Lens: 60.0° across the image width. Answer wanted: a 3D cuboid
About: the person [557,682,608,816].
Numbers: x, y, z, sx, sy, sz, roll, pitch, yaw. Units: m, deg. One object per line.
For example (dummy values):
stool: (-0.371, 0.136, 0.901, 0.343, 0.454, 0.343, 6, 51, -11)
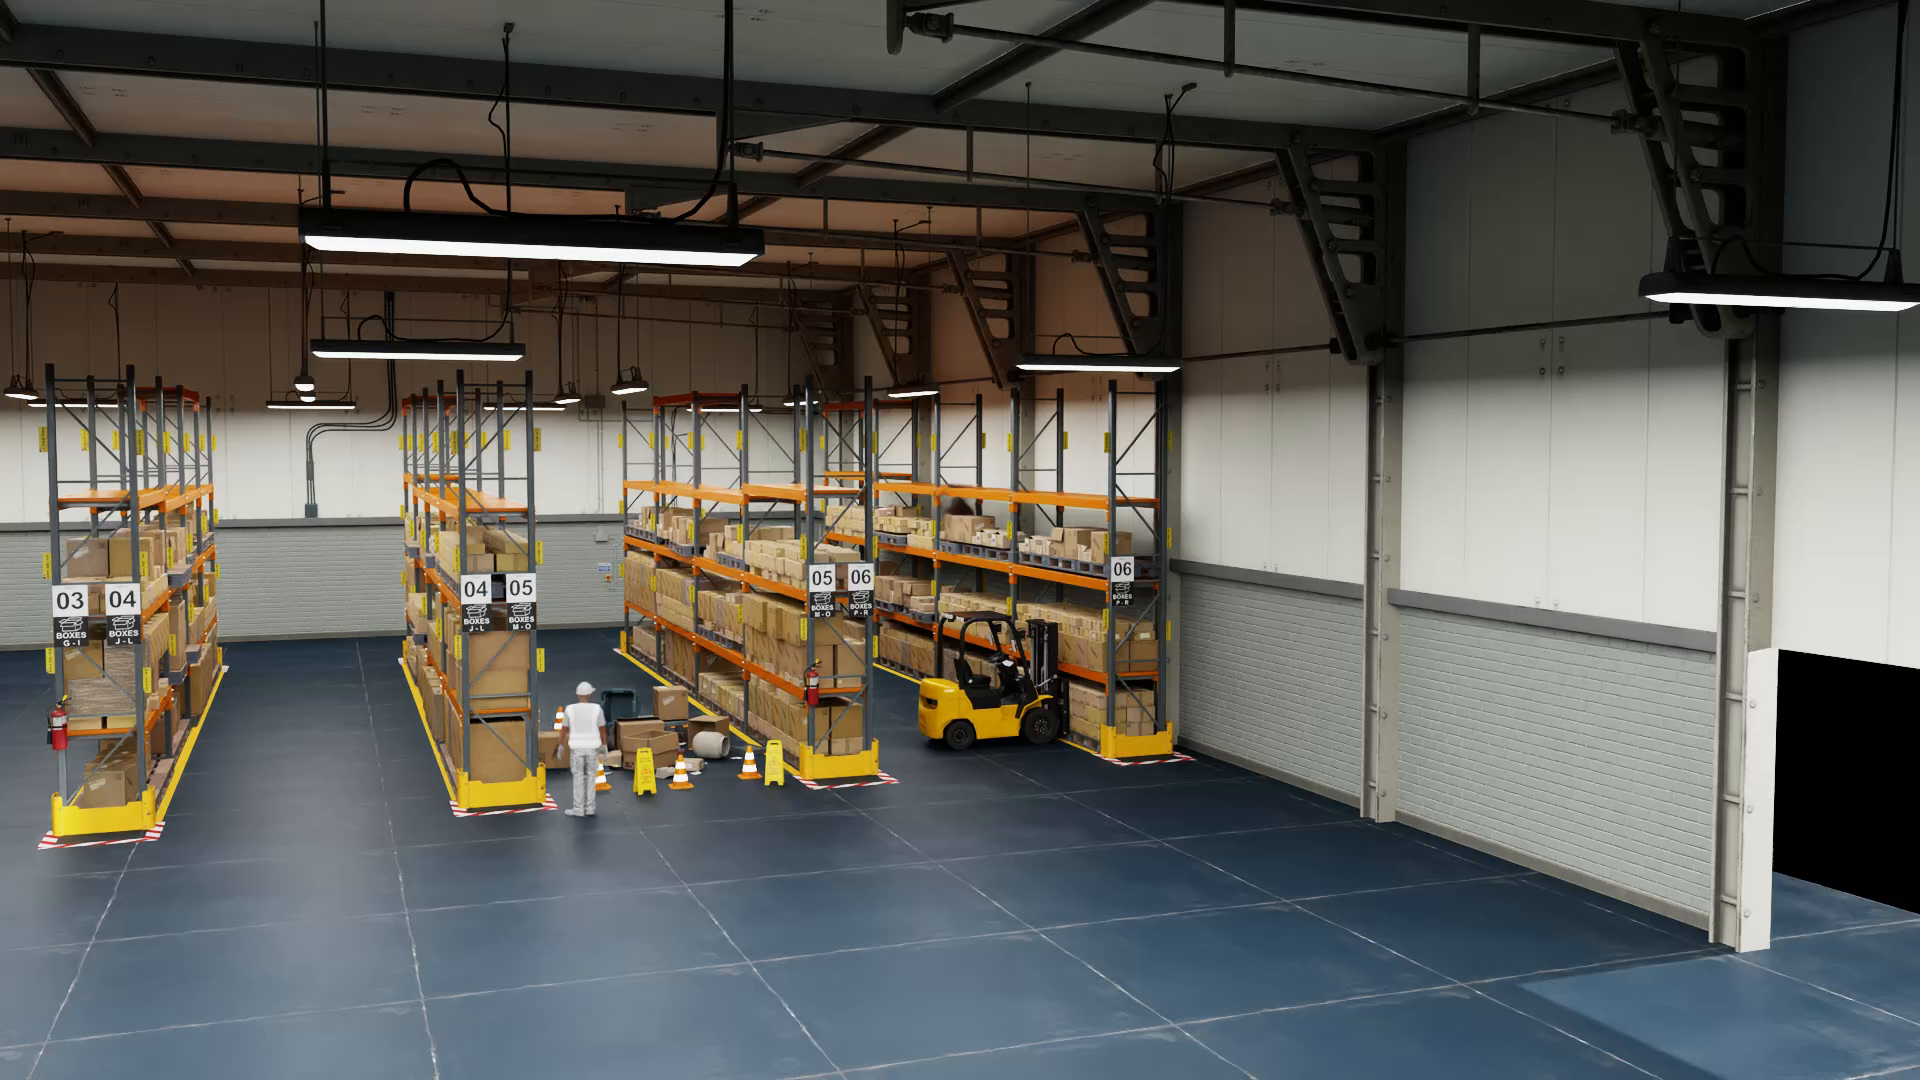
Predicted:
person: (-5.065, 2.763, 22.314, 0.672, 1.717, 0.402, -1, 3, -9)
